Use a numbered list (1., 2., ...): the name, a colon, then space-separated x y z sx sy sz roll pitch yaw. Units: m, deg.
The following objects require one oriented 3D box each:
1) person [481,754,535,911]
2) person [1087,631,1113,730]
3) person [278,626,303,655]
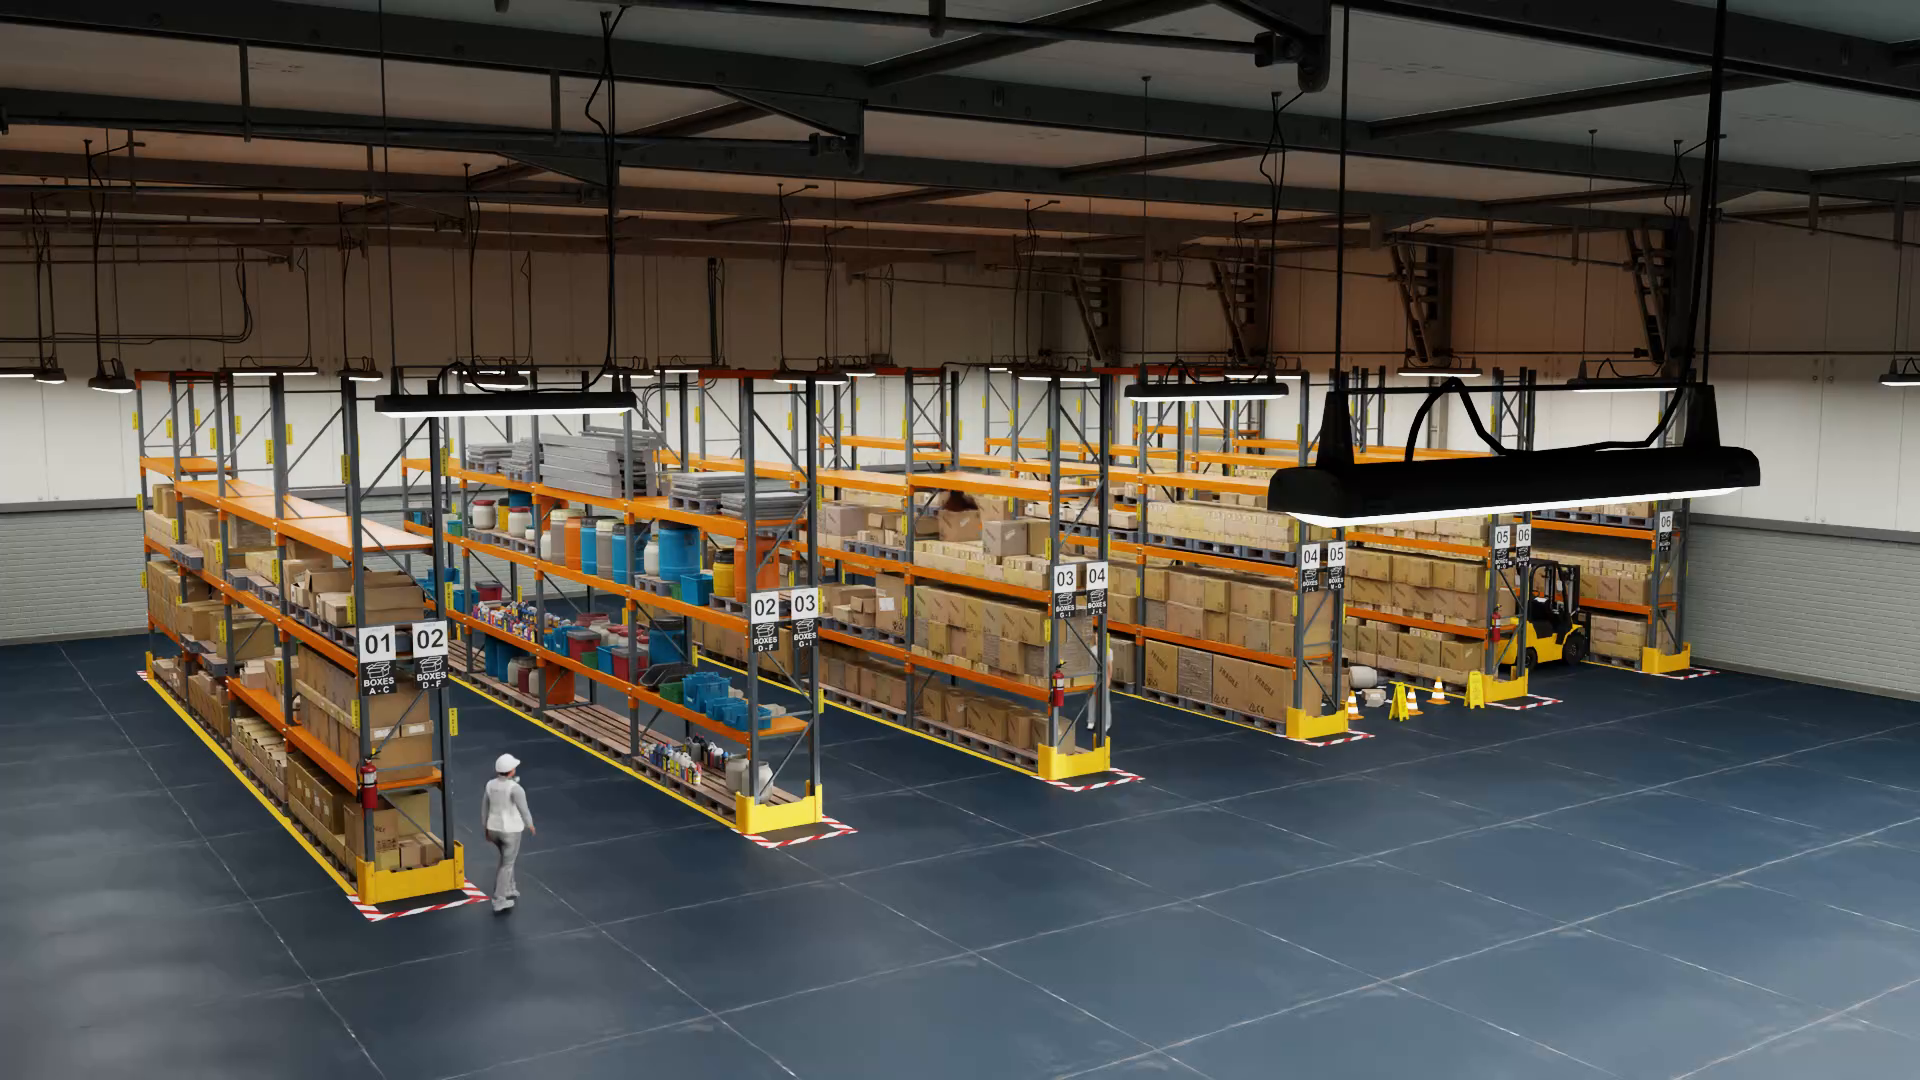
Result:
1. person: -5.155 3.318 18.984 0.576 1.800 0.676 3 7 27
2. person: 2.332 2.344 27.942 0.492 1.669 0.413 3 7 24
3. person: -12.767 1.873 31.818 0.555 1.745 1.038 -5 8 -39
